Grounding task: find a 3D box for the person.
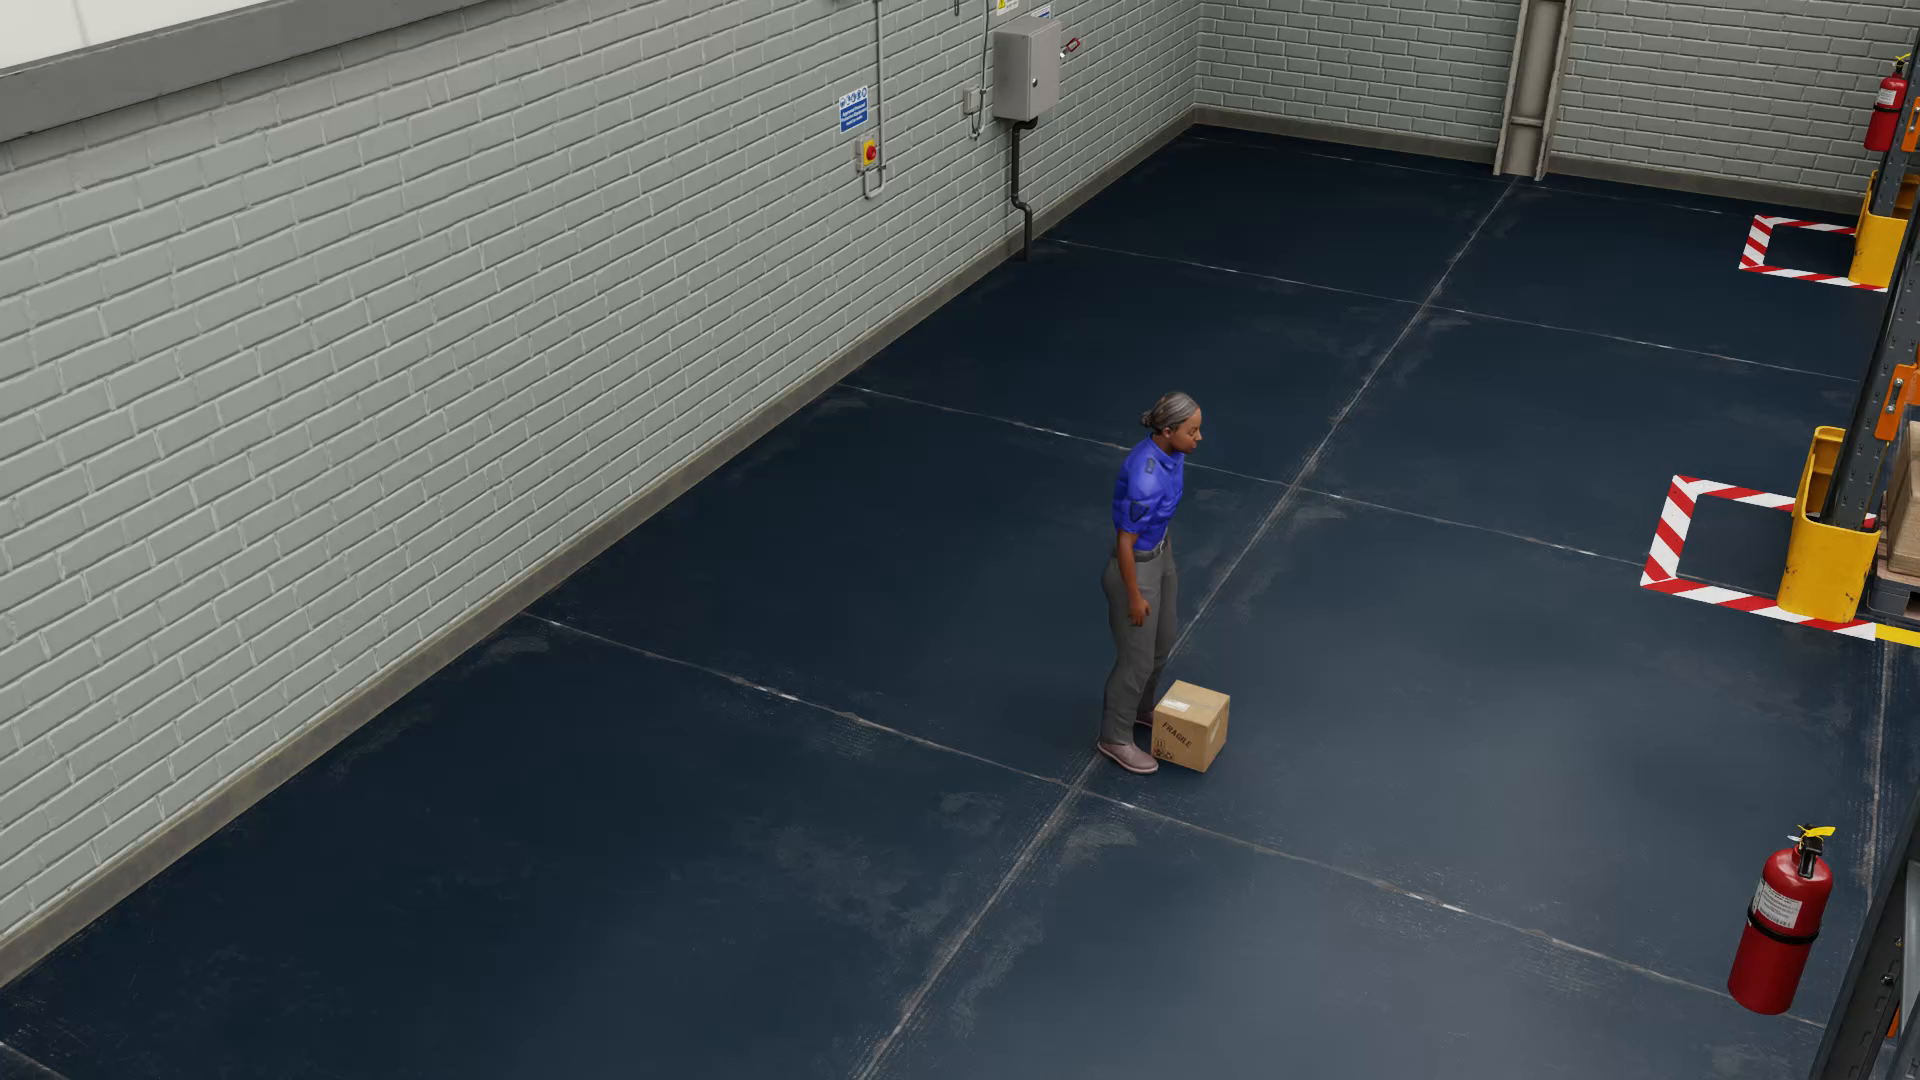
[{"bbox_3d":[0.774,0.149,6.880,0.351,1.653,0.508,13,32,20],"label":"person"}]
